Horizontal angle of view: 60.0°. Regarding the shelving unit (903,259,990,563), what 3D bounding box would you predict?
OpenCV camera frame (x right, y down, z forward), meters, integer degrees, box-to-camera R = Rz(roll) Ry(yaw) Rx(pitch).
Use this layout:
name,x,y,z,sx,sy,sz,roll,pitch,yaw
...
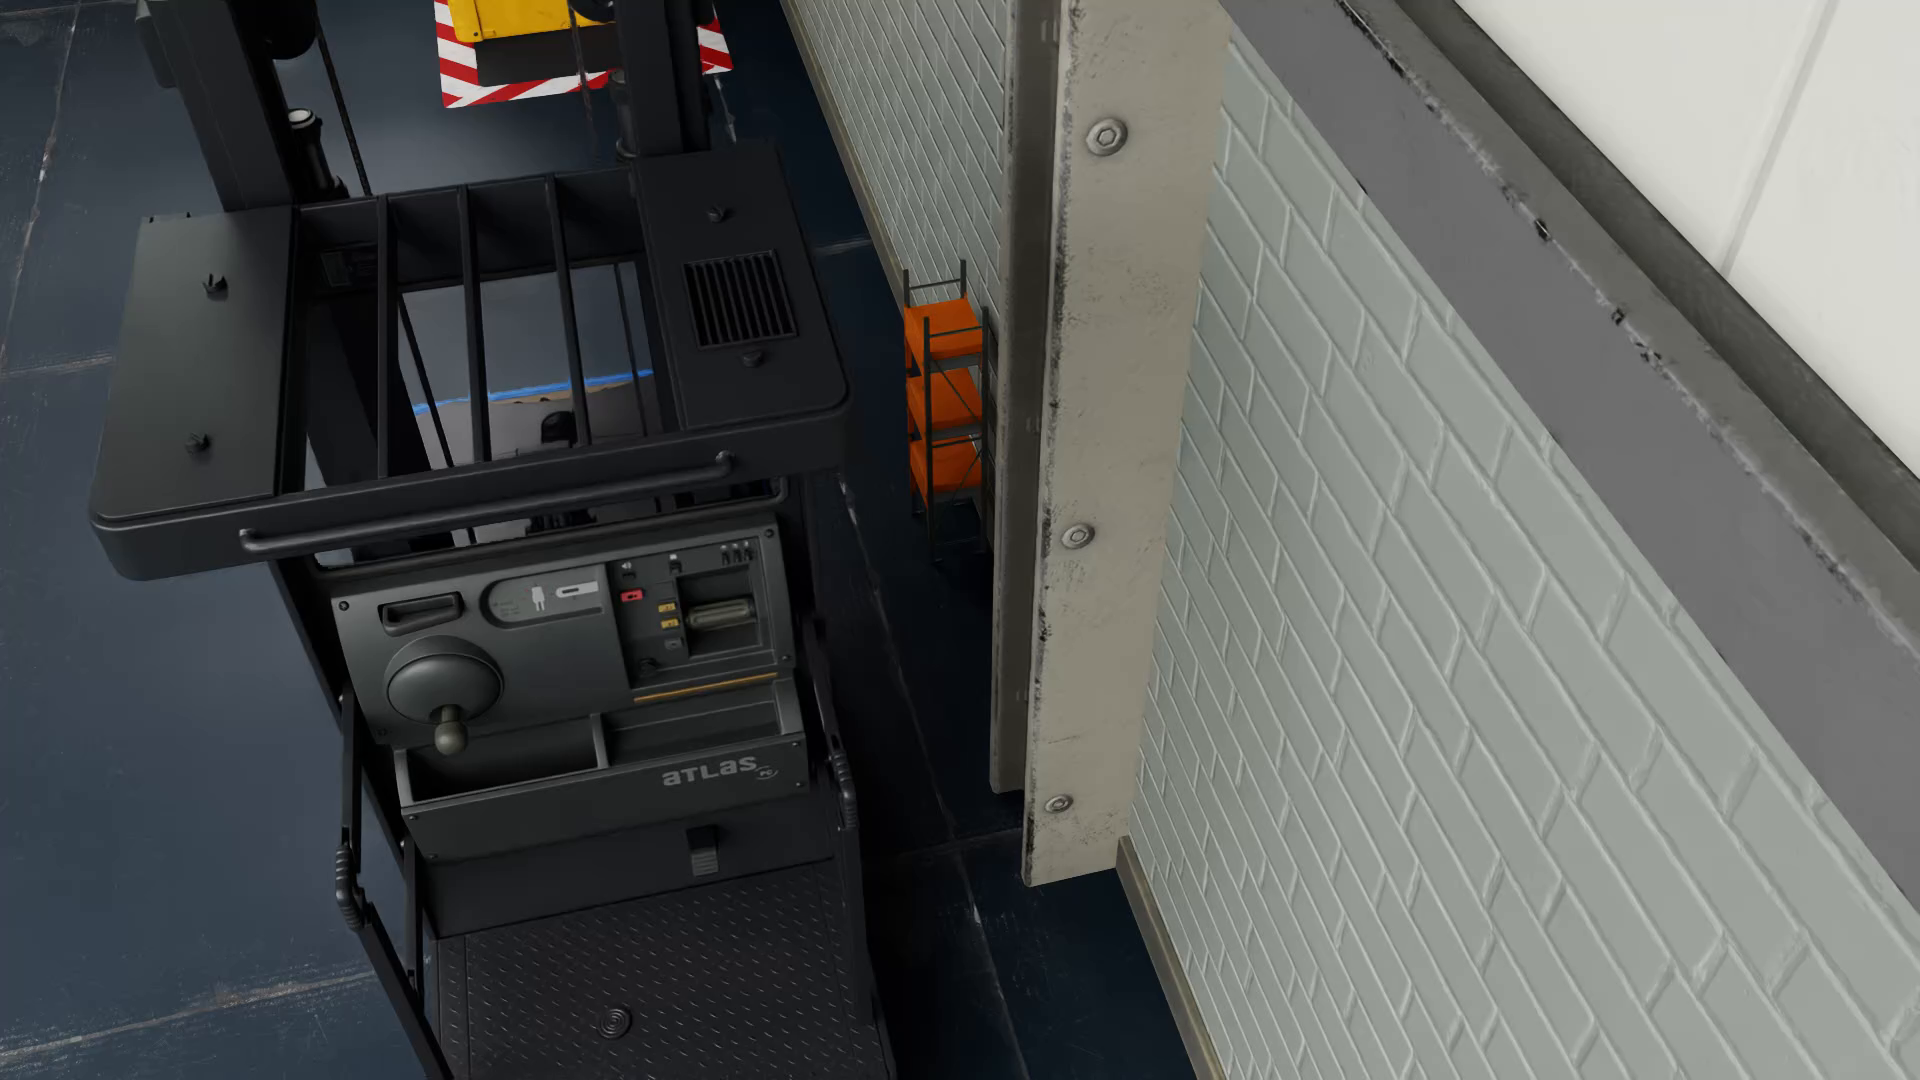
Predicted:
name,x,y,z,sx,sy,sz,roll,pitch,yaw
shelving unit,-0.042,-0.393,5.399,0.215,1.050,0.252,-12,47,-11

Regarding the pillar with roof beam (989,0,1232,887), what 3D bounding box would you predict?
name,x,y,z,sx,sy,sz,roll,pitch,yaw
pillar with roof beam,-3.875,-1.530,0.949,9.100,9.000,0.400,-11,47,-10

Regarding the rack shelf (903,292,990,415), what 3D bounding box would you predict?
name,x,y,z,sx,sy,sz,roll,pitch,yaw
rack shelf,-0.044,-0.584,5.204,0.215,0.259,0.240,-12,47,-11

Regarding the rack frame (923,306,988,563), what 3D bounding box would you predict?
name,x,y,z,sx,sy,sz,roll,pitch,yaw
rack frame,-0.009,-0.309,5.317,0.200,1.050,0.008,-12,47,-11

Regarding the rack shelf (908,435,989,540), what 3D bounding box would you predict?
name,x,y,z,sx,sy,sz,roll,pitch,yaw
rack shelf,-0.041,-0.192,5.606,0.215,0.259,0.240,-12,47,-11

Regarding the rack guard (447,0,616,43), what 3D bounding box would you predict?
name,x,y,z,sx,sy,sz,roll,pitch,yaw
rack guard,-1.936,-2.823,8.167,1.175,0.500,0.348,-11,47,-10

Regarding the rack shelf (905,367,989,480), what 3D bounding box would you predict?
name,x,y,z,sx,sy,sz,roll,pitch,yaw
rack shelf,-0.042,-0.386,5.407,0.215,0.259,0.240,-12,47,-11

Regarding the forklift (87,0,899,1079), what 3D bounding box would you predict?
name,x,y,z,sx,sy,sz,roll,pitch,yaw
forklift,-0.780,0.298,3.406,1.130,2.935,3.031,-10,46,-10

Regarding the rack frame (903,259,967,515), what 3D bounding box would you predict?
name,x,y,z,sx,sy,sz,roll,pitch,yaw
rack frame,-0.075,-0.477,5.482,0.200,1.050,0.008,-12,47,-11
